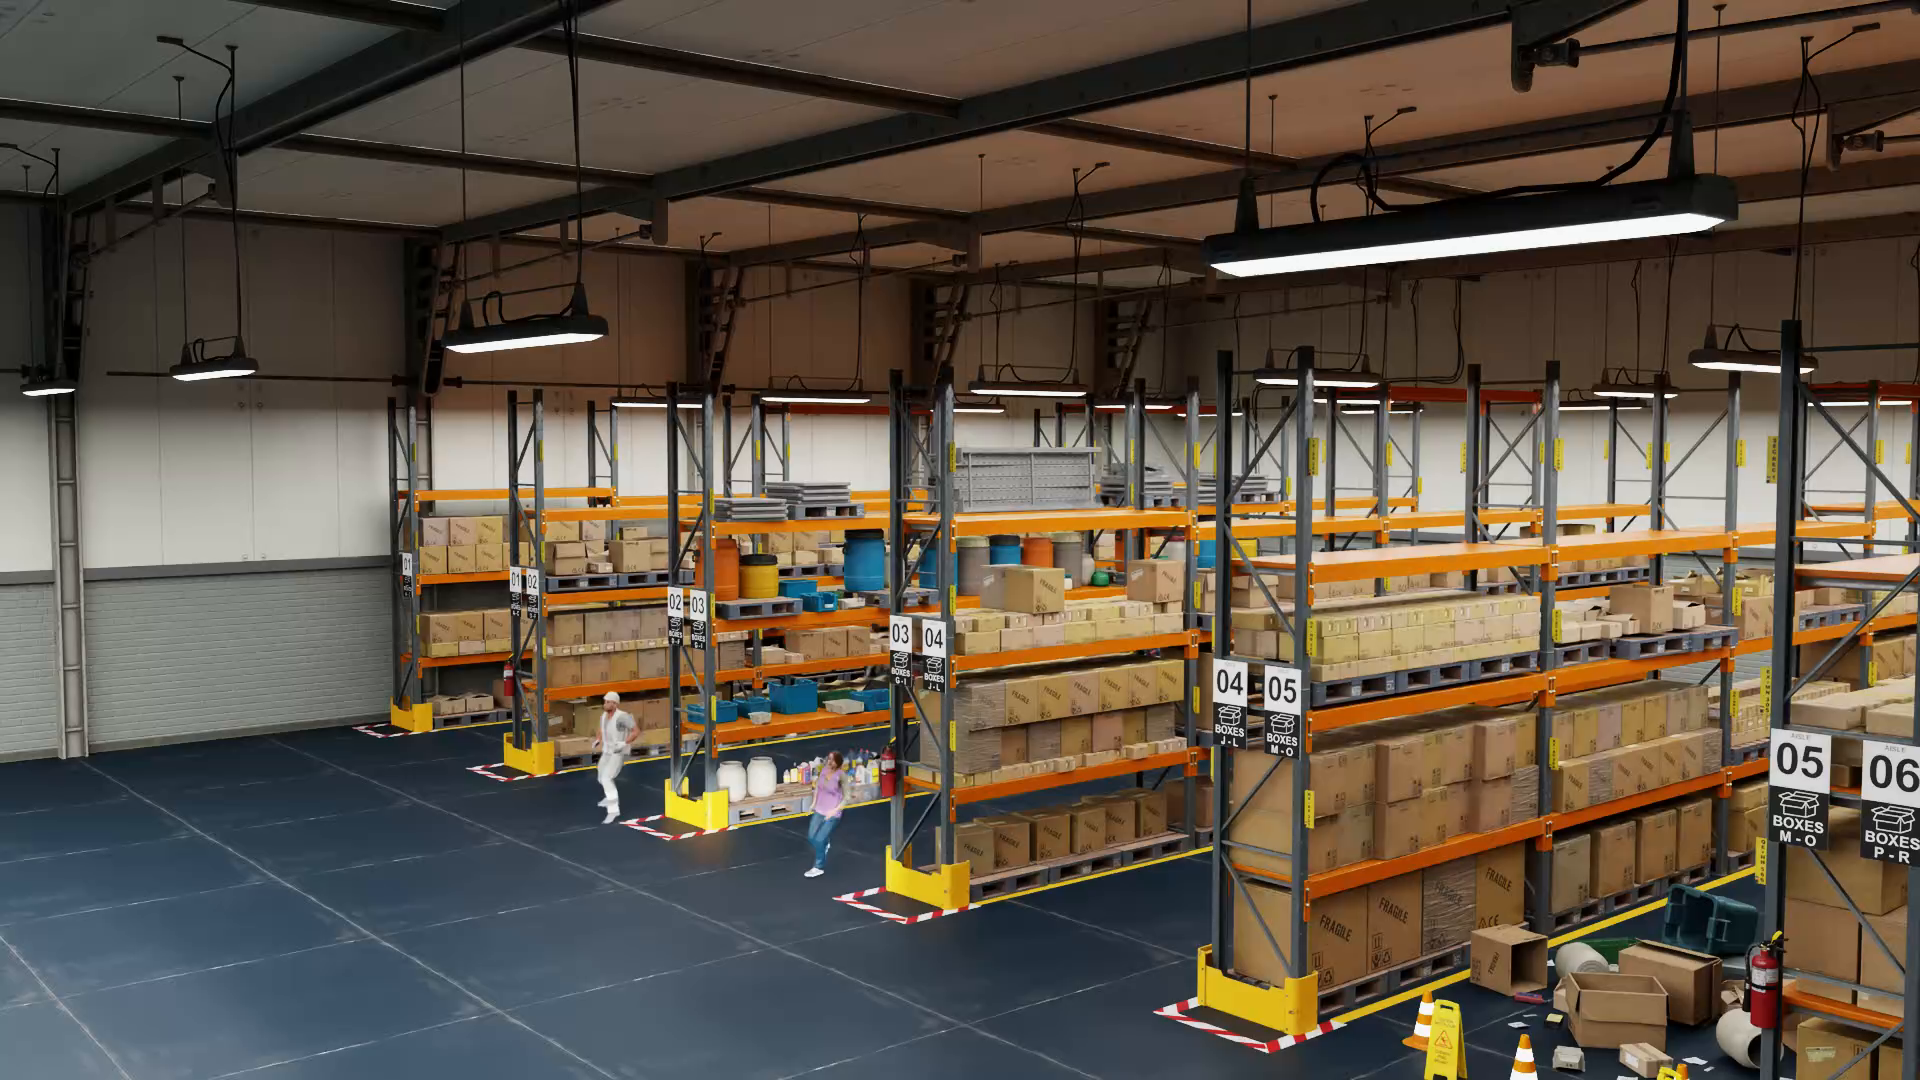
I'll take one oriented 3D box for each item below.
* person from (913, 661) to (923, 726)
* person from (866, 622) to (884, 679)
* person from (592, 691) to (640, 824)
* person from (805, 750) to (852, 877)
[{"bbox_3d":[-0.533,2.687,27.408,0.635,1.747,0.720,-2,4,-33],"label":"person"},{"bbox_3d":[-1.630,2.434,33.096,0.820,1.611,0.525,-3,4,-38],"label":"person"},{"bbox_3d":[-4.808,2.958,22.948,0.899,1.774,0.766,2,4,36],"label":"person"},{"bbox_3d":[-1.569,3.250,19.723,0.569,1.523,0.450,2,4,29],"label":"person"}]
